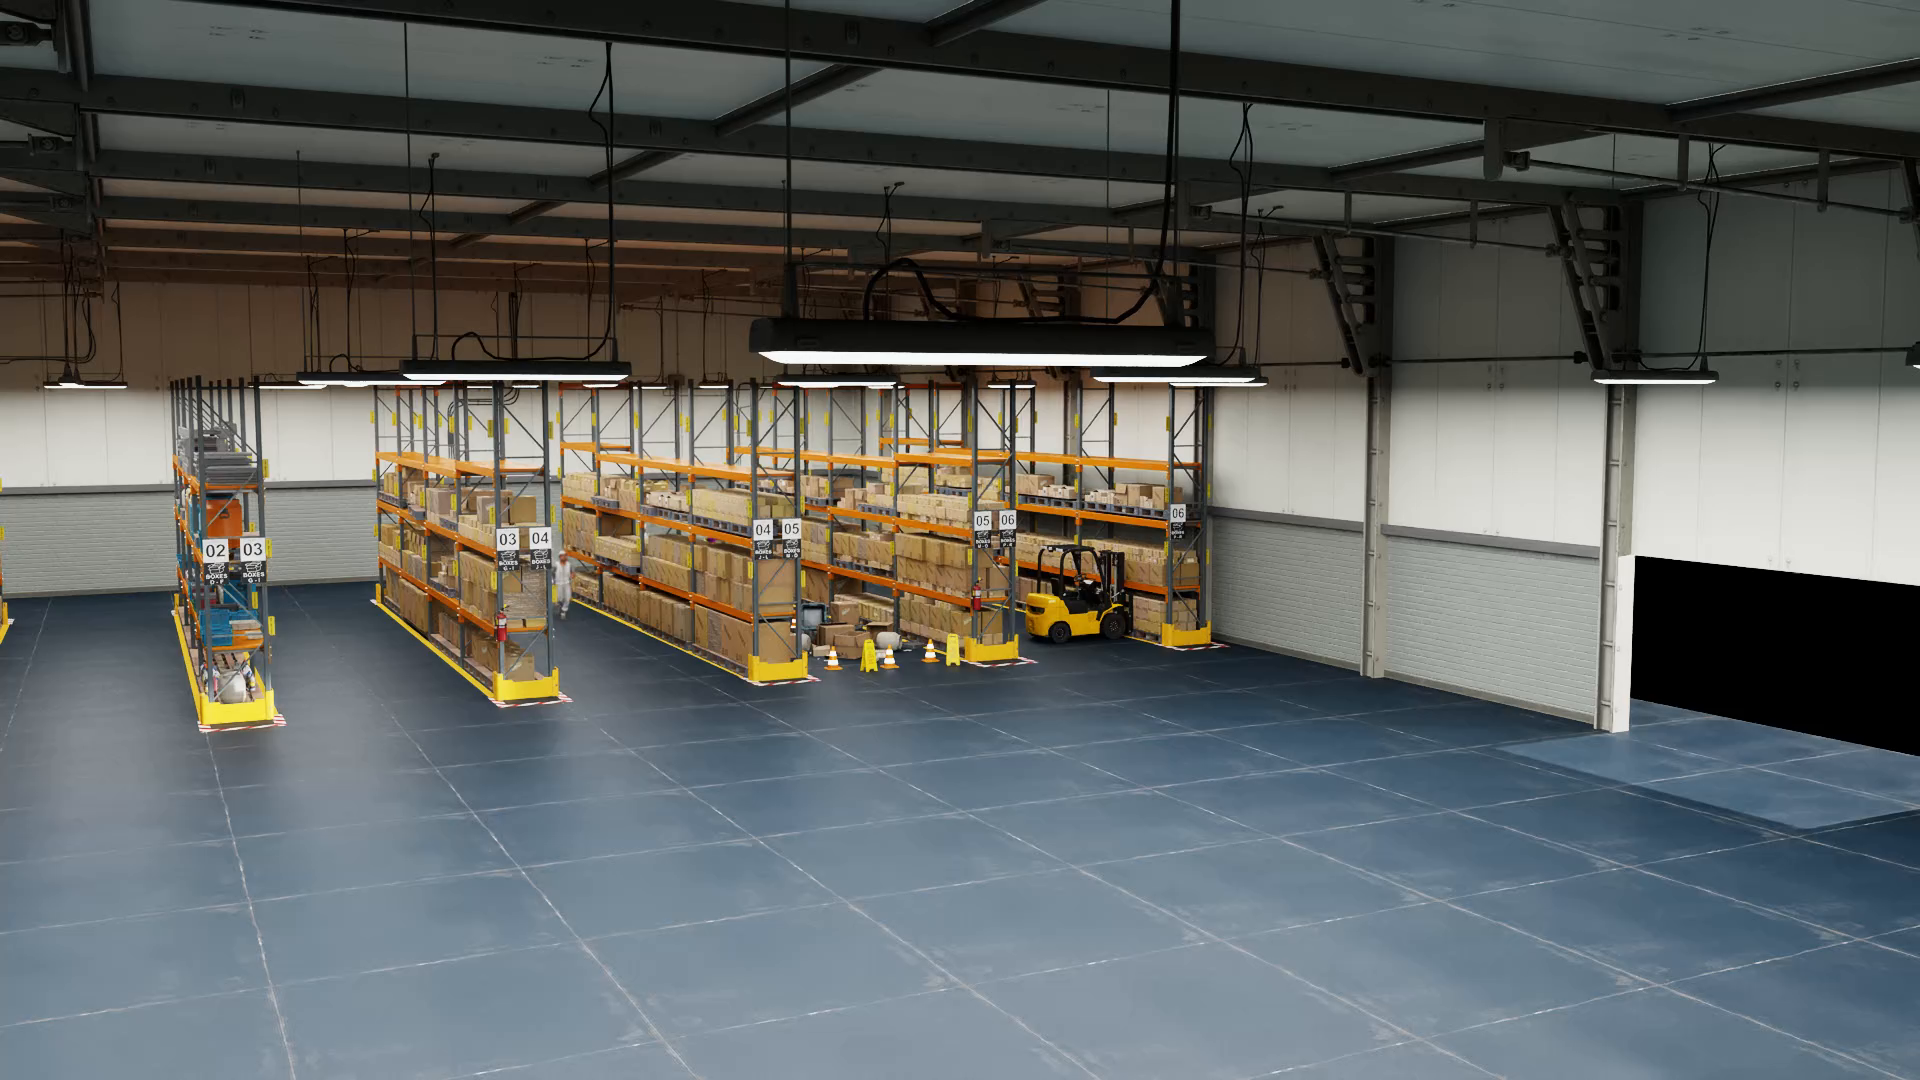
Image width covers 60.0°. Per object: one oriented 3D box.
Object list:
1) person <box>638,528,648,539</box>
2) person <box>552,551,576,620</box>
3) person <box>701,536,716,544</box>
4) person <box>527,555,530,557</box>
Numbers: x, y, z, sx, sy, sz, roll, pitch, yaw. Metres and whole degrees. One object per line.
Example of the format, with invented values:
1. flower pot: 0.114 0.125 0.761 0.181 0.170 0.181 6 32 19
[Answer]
1. person: -9.503 0.416 49.767 0.774 1.759 0.706 -2 6 -25
2. person: -9.982 1.142 41.836 0.664 1.739 0.590 -2 6 -26
3. person: -7.672 0.372 50.688 0.825 1.727 0.717 -2 5 -19
4. person: -11.393 0.928 44.695 0.573 1.638 0.569 -3 6 -26
